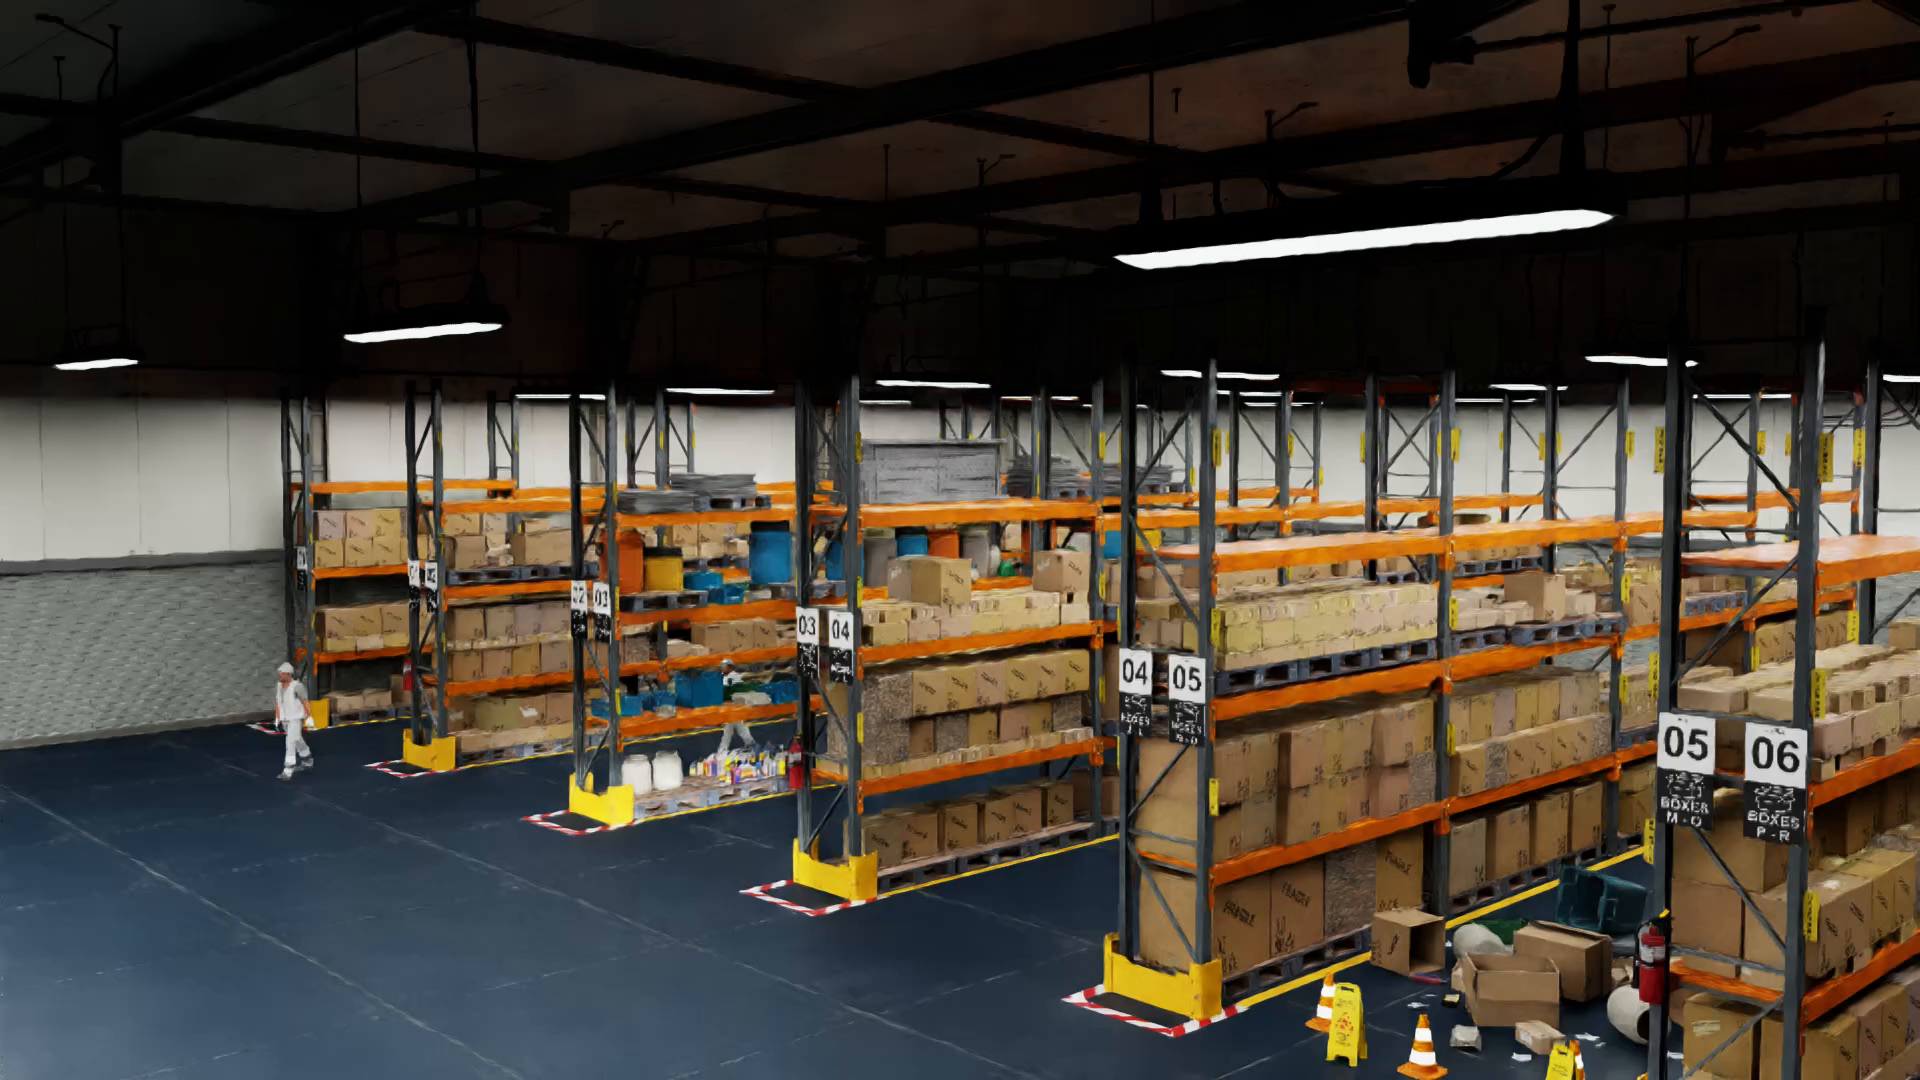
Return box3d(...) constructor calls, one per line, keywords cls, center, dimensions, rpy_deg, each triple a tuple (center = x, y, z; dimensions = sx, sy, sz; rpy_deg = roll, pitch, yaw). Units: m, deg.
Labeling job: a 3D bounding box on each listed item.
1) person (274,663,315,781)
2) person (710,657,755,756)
box3d(cls="person", center=(-10.060, 2.704, 24.999), dimensions=(0.596, 1.746, 0.970), rpy_deg=(2, 4, 24))
box3d(cls="person", center=(-3.675, 2.655, 26.655), dimensions=(0.497, 1.580, 1.091), rpy_deg=(4, 5, 44))
